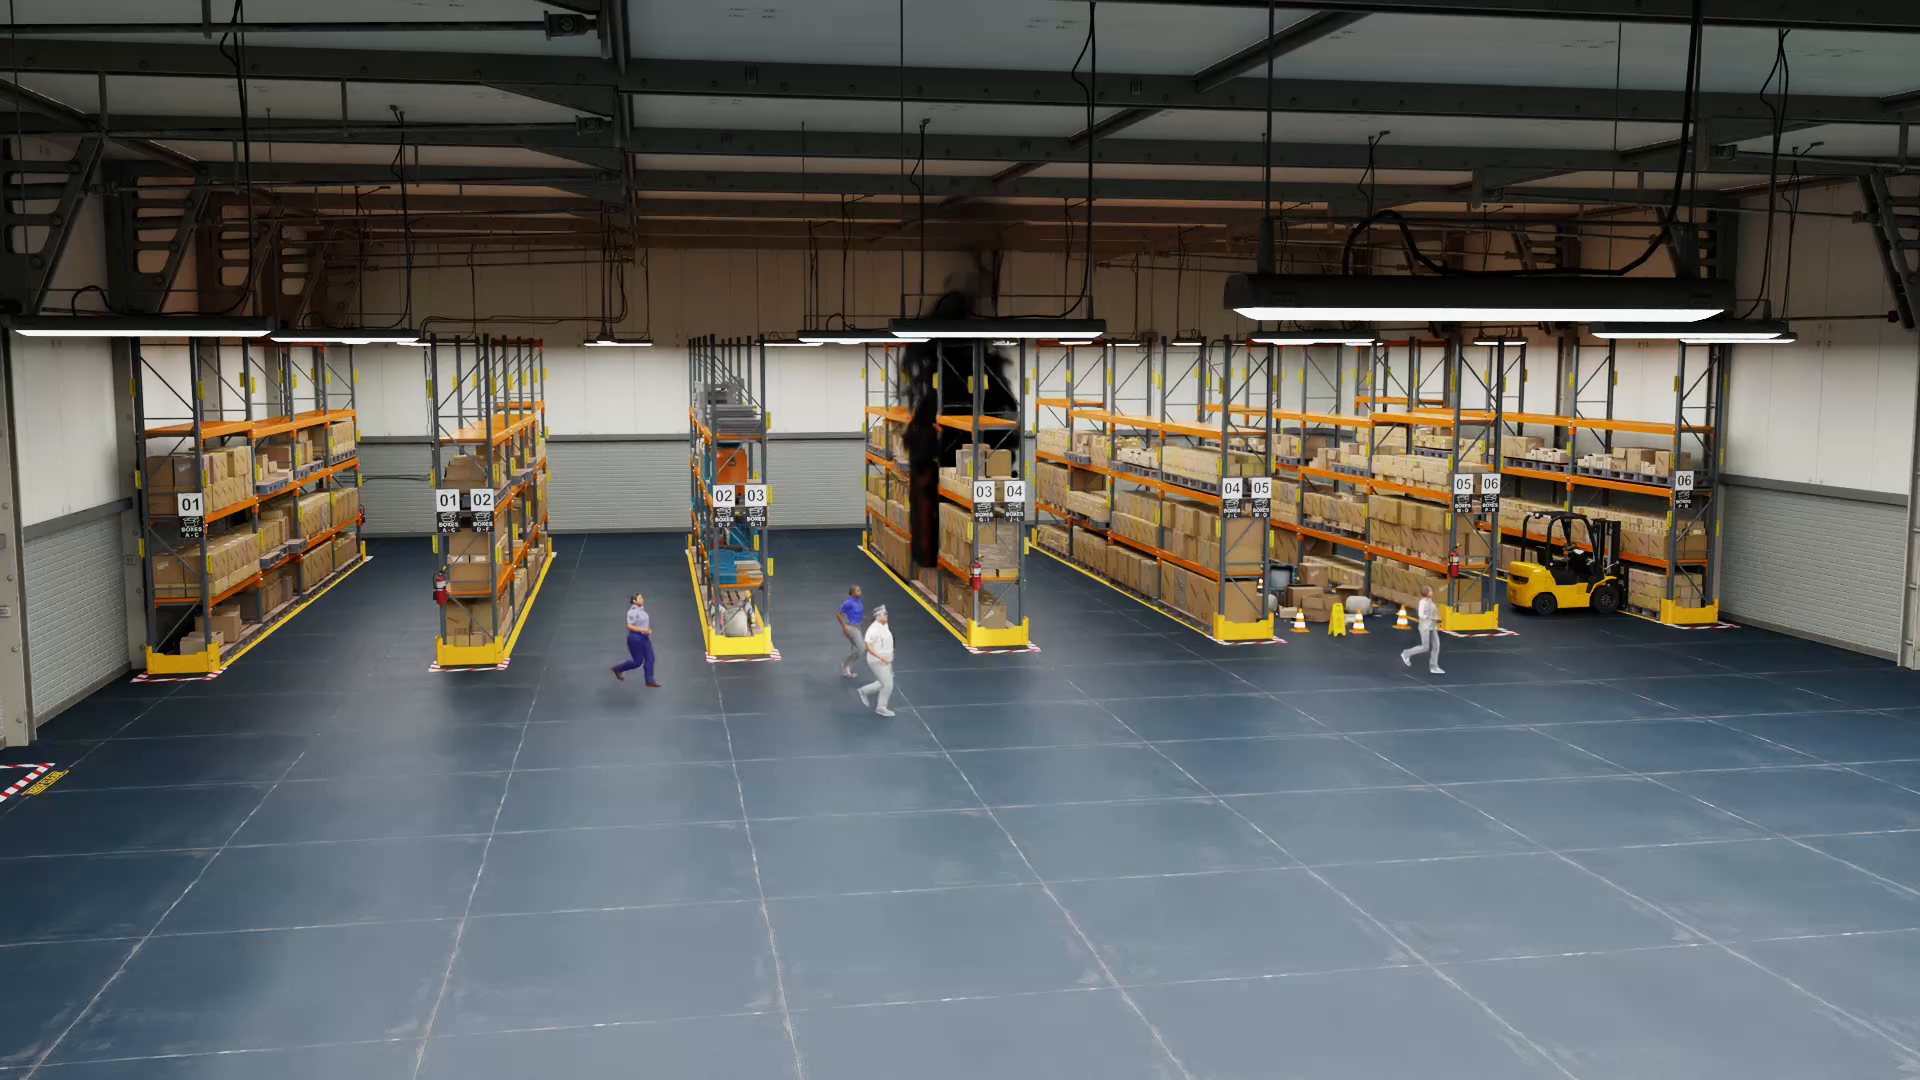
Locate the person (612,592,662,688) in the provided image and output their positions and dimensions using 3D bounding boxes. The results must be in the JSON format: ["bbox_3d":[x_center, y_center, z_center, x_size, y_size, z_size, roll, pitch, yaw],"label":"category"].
[{"bbox_3d":[-5.473,1.699,28.163,0.849,1.640,0.607,1,7,10],"label":"person"}]

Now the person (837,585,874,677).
[{"bbox_3d":[-1.809,1.596,29.066,0.581,1.613,0.585,2,7,20],"label":"person"}]

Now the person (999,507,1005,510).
[{"bbox_3d":[1.281,-0.747,48.796,0.719,1.760,0.863,5,8,39],"label":"person"}]

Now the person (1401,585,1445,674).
[{"bbox_3d":[8.242,1.571,29.474,0.783,1.566,0.550,5,8,36],"label":"person"}]

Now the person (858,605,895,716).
[{"bbox_3d":[-1.324,1.875,26.158,0.662,1.747,0.690,2,7,16],"label":"person"}]
